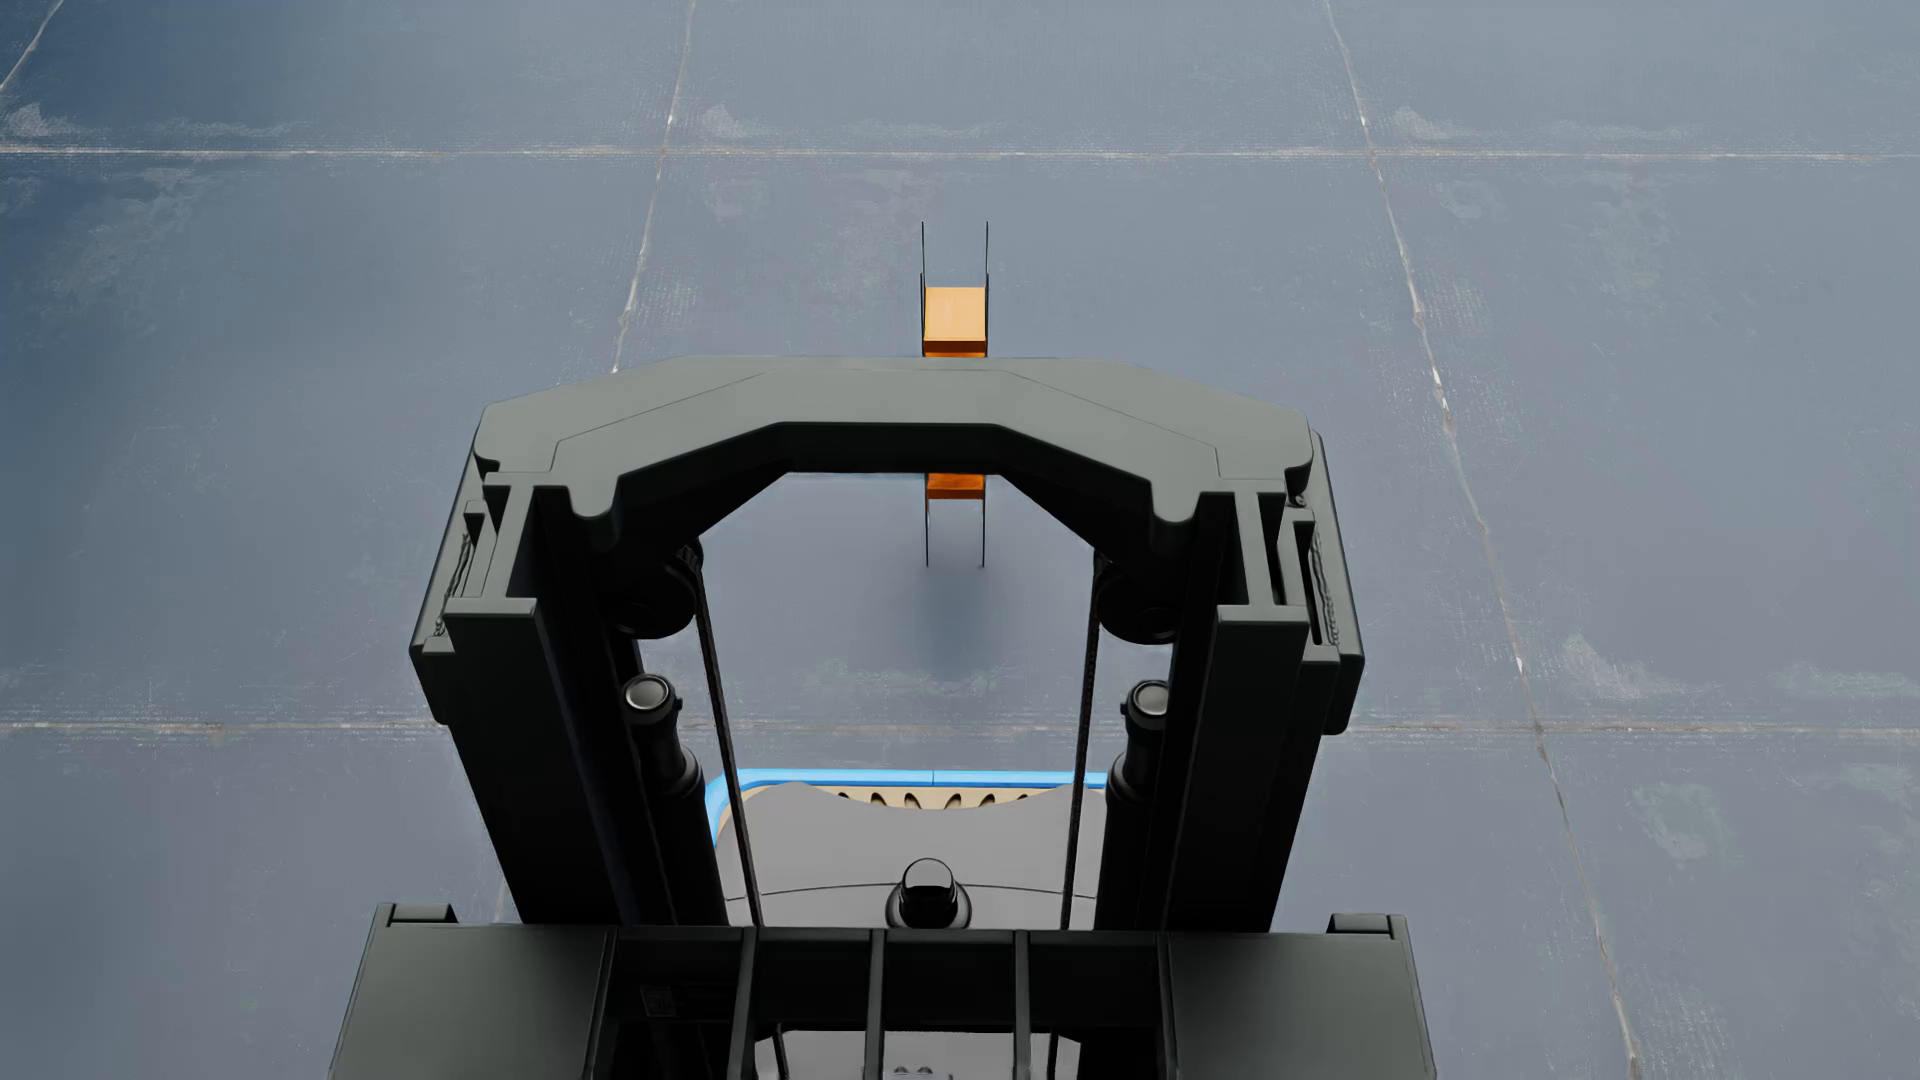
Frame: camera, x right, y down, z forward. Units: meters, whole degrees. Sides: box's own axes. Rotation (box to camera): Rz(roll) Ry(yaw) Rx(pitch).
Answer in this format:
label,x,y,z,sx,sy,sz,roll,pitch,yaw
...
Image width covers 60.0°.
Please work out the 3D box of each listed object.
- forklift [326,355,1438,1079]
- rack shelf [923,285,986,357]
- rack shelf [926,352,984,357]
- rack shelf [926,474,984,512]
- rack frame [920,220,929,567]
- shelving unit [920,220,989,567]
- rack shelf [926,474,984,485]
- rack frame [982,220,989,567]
label,x,y,z,sx,sy,sz,roll,pitch,yaw
forklift,-0.077,1.310,2.284,1.130,2.935,3.031,1,47,1
rack shelf,-0.014,-0.624,4.836,0.180,0.103,0.258,0,47,0
rack shelf,-0.014,-0.542,4.924,0.180,0.103,0.258,0,47,0
rack shelf,-0.014,-0.215,5.275,0.180,0.103,0.258,0,47,0
rack frame,-0.106,-0.409,5.067,0.006,1.200,0.240,0,47,0
shelving unit,-0.014,-0.409,5.067,0.189,1.200,0.258,0,47,0
rack shelf,-0.014,-0.297,5.188,0.180,0.103,0.258,0,47,0
rack frame,0.077,-0.409,5.067,0.006,1.200,0.240,0,47,0
